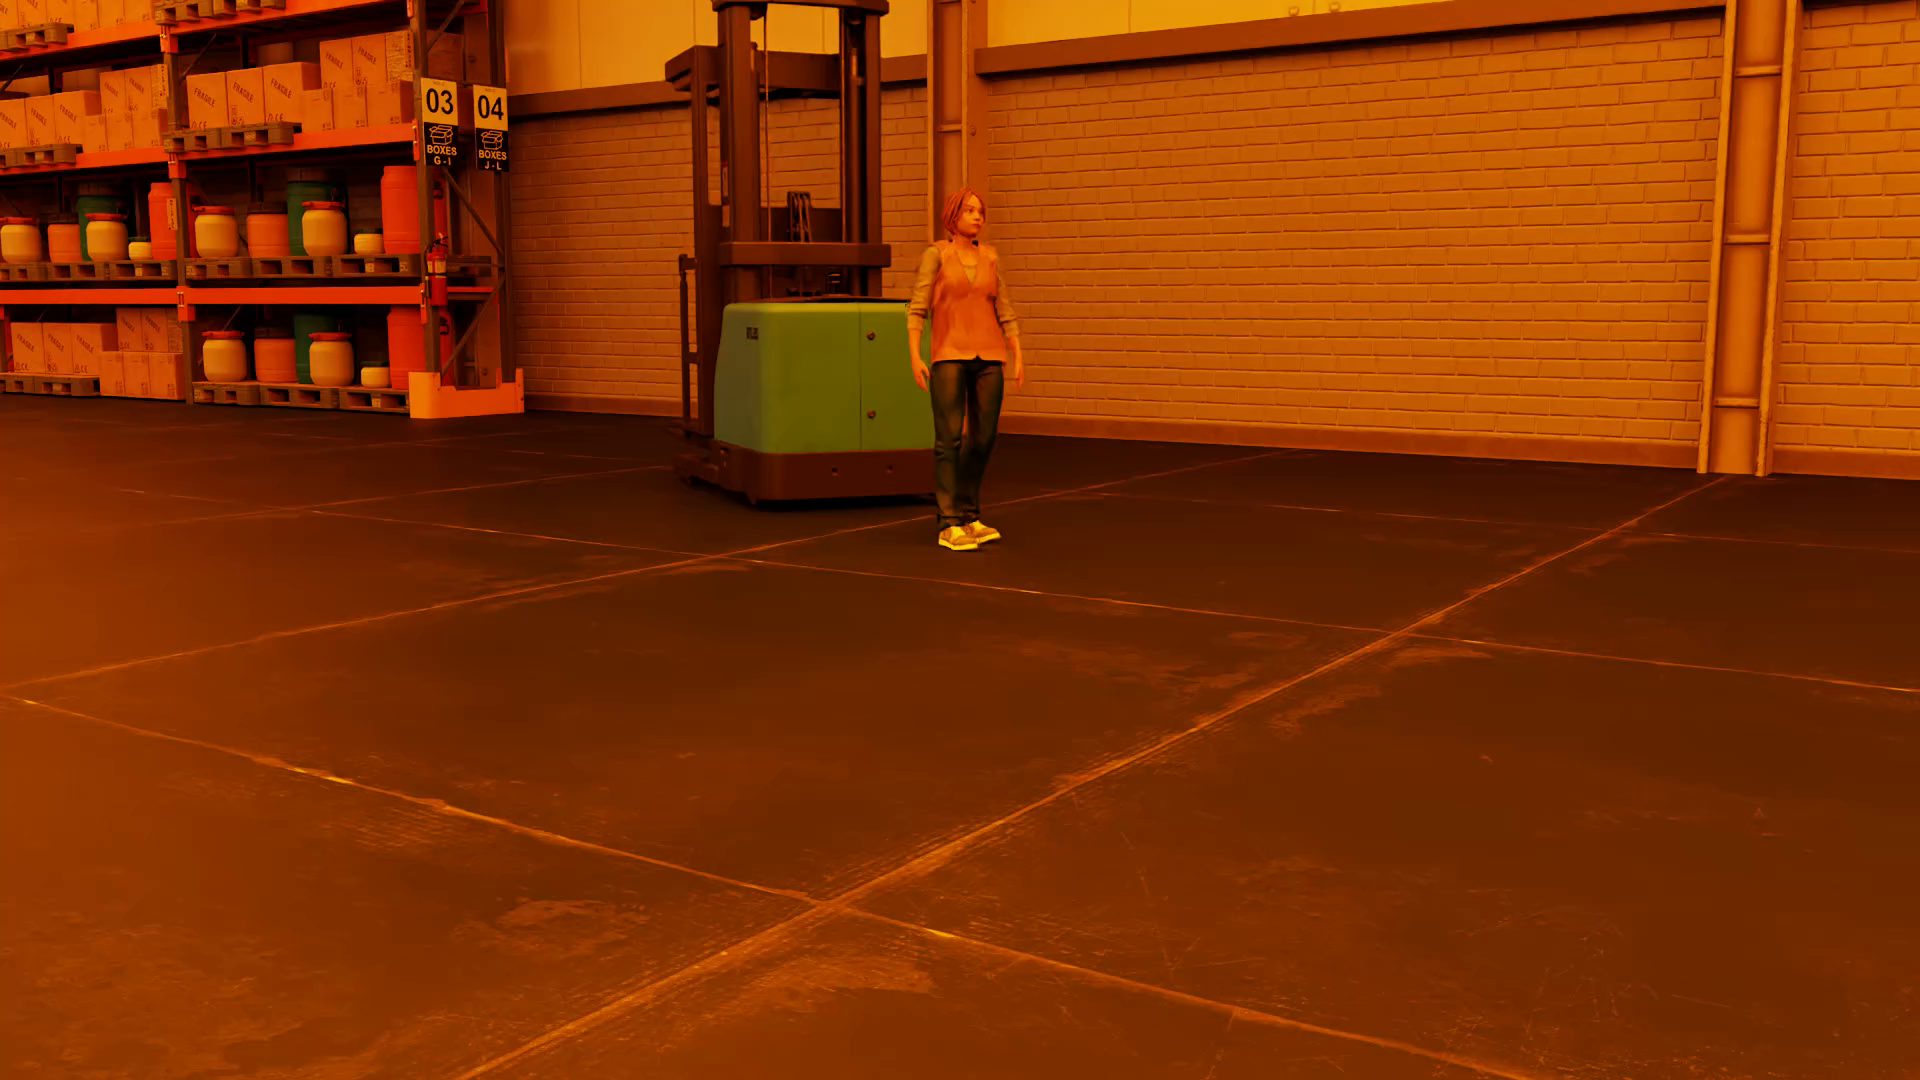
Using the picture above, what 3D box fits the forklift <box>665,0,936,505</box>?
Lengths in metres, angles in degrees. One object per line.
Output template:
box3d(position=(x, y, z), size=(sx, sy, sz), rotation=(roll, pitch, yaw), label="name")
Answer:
box3d(position=(-1.097, -1.803, 9.872), size=(1.130, 2.935, 3.031), rotation=(-3, 9, -23), label="forklift")

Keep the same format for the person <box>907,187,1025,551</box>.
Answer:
box3d(position=(0.058, -0.762, 7.366), size=(0.516, 1.590, 0.534), rotation=(-3, 9, -20), label="person")
